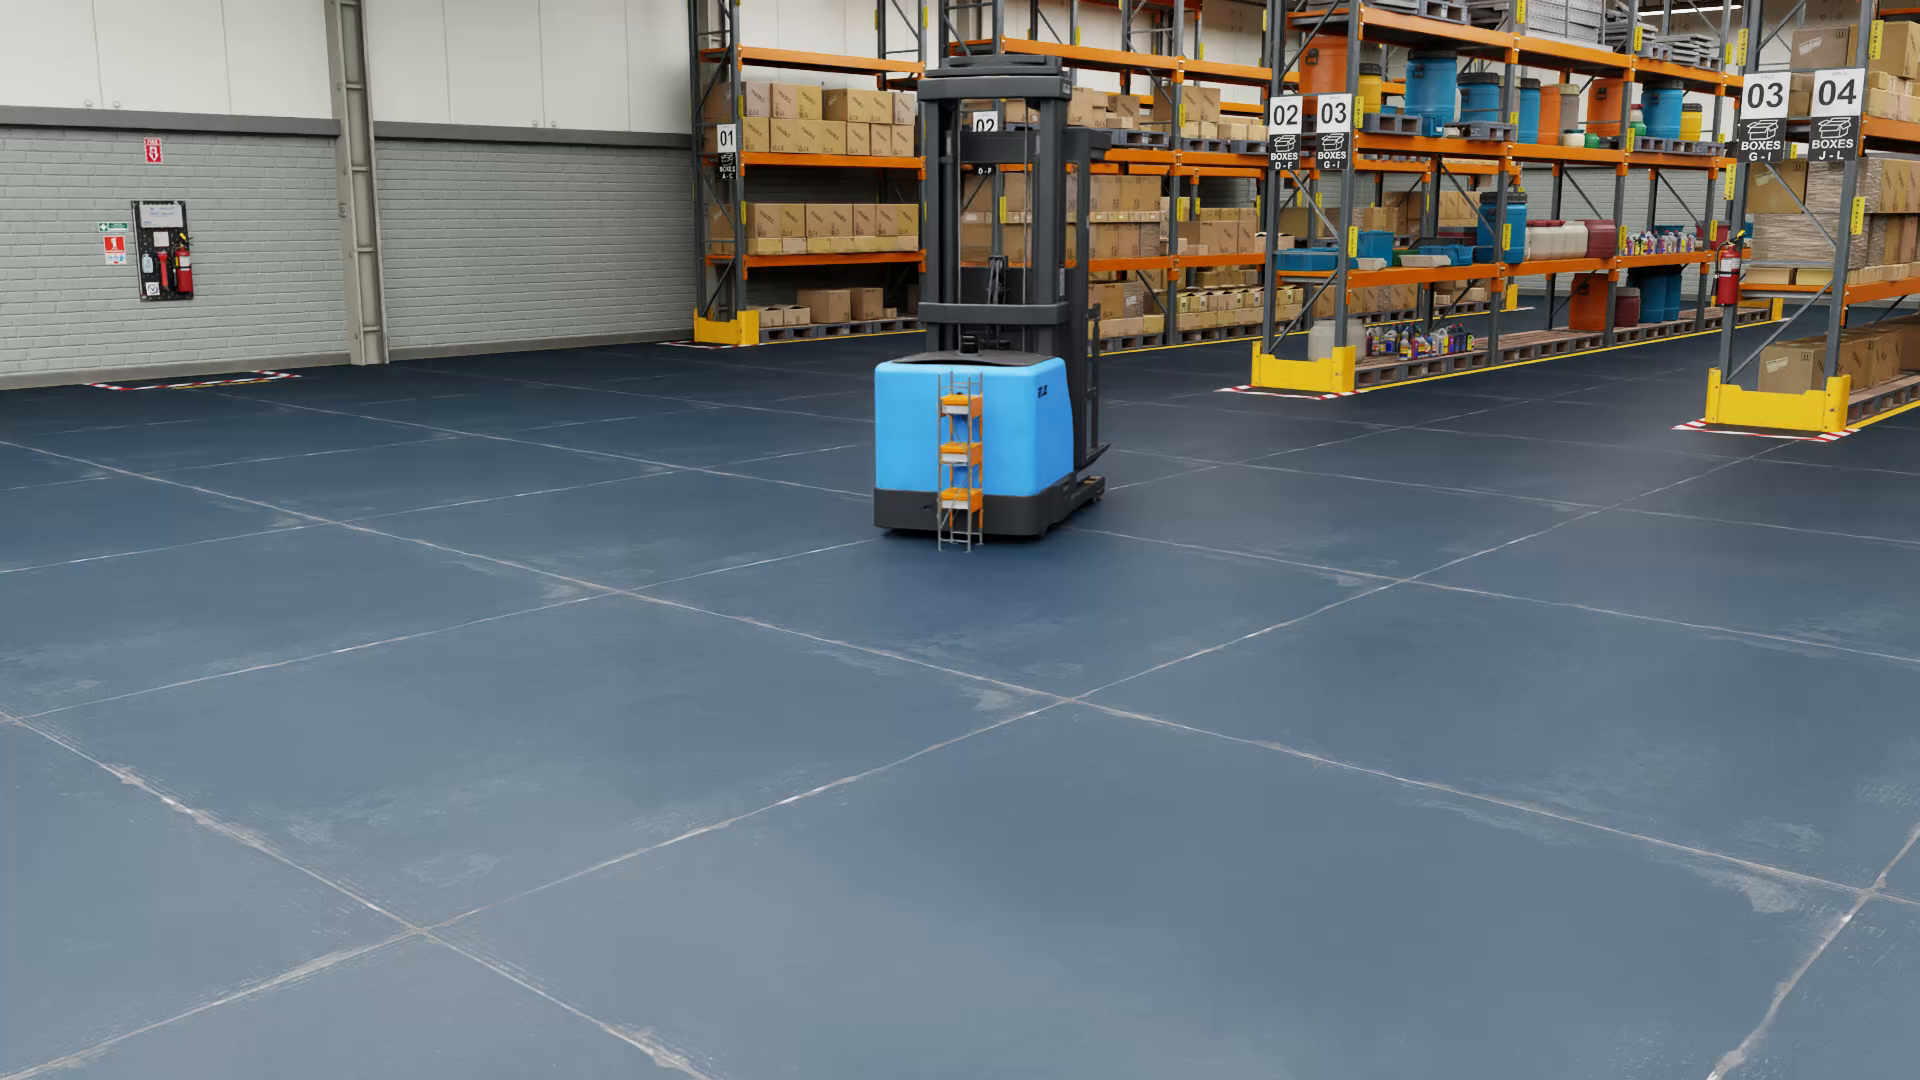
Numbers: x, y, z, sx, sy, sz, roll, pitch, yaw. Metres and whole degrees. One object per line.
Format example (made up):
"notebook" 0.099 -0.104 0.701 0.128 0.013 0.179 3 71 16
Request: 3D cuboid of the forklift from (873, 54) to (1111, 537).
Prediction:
"forklift" 0.385 -1.700 11.241 1.130 2.935 3.031 3 12 17

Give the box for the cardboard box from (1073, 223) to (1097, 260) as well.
"cardboard box" 1.471 -4.157 23.111 0.700 0.500 0.500 10 15 42

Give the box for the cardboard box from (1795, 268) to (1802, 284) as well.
"cardboard box" 7.771 -2.514 15.780 0.380 0.149 0.250 10 15 40

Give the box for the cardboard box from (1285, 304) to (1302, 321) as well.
"cardboard box" 5.250 -3.739 27.219 0.500 0.250 0.500 10 15 42

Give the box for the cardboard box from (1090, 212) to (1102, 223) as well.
"cardboard box" 1.743 -4.475 23.045 0.380 0.149 0.250 10 15 42

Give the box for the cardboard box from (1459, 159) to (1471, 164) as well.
"cardboard box" 9.226 -7.162 31.135 0.500 0.250 0.500 10 15 40

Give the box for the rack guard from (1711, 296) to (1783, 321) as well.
"rack guard" 14.420 -4.305 30.491 1.175 0.500 0.348 10 15 40

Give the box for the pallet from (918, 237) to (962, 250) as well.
"pallet" -0.336 -5.041 28.281 1.003 0.211 1.213 10 15 40

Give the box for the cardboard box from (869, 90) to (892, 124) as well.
"cardboard box" -1.432 -6.870 26.433 0.500 0.500 0.500 11 16 43

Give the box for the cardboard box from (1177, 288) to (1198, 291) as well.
"cardboard box" 3.496 -3.781 26.000 0.500 0.311 0.500 10 15 40

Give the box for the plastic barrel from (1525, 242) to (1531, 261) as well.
"plastic barrel" 7.481 -3.868 22.270 0.301 0.262 0.301 0 11 0

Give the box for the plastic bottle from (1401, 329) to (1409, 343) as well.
"plastic bottle" 5.643 -2.536 21.094 0.097 0.271 0.097 0 11 0

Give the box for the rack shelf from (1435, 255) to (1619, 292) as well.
"rack shelf" 7.813 -3.702 22.924 1.077 0.370 4.000 10 15 40

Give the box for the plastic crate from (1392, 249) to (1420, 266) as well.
"plastic crate" 5.384 -3.493 20.584 0.450 0.188 0.662 10 15 40

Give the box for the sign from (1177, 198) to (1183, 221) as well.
"sign" 3.192 -4.793 24.139 0.100 0.325 0.005 10 15 40

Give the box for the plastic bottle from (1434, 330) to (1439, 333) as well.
"plastic bottle" 6.029 -2.496 20.879 0.152 0.276 0.135 10 15 40

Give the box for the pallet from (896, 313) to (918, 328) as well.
"pallet" -0.437 -3.789 28.641 1.003 0.211 1.213 10 15 40

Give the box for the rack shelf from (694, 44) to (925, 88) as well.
"rack shelf" -2.270 -7.335 25.803 1.077 0.370 4.000 10 15 40

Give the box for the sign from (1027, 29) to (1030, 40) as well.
"sign" 1.272 -9.179 30.402 0.100 0.325 0.005 10 15 40

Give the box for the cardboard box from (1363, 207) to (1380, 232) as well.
"cardboard box" 6.935 -5.565 29.090 0.700 0.500 0.500 6 13 26

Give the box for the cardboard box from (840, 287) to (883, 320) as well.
"cardboard box" -1.604 -3.873 27.205 0.500 0.500 0.500 8 14 36

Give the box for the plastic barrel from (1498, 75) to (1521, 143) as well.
"plastic barrel" 7.097 -5.676 22.034 0.600 0.901 0.600 0 11 0

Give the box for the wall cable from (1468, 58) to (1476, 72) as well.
"wall cable" 13.006 -11.139 38.039 3.097 2.526 0.112 10 15 40

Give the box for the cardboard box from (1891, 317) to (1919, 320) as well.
"cardboard box" 11.332 -2.348 19.566 0.700 0.500 0.500 8 14 36

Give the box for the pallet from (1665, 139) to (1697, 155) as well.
"pallet" 10.583 -6.021 25.520 1.003 0.211 1.213 10 15 40

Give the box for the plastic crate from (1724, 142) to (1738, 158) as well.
"plastic crate" 12.799 -6.492 27.730 0.497 0.269 0.590 10 15 40

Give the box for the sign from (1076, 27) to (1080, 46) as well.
"sign" 2.105 -9.000 29.709 0.100 0.325 0.005 10 15 40

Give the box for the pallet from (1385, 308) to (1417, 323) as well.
"pallet" 7.546 -4.086 30.132 1.003 0.211 1.213 10 15 40

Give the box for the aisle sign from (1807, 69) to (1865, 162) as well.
"aisle sign" 7.757 -3.759 14.733 0.394 0.787 0.004 10 15 40

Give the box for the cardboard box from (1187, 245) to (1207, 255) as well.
"cardboard box" 3.513 -4.382 25.135 0.380 0.149 0.250 10 15 40

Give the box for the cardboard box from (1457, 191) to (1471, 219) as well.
"cardboard box" 9.257 -6.302 31.298 0.500 0.500 0.500 9 15 39

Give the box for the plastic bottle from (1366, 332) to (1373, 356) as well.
"plastic bottle" 5.002 -2.402 20.393 0.061 0.283 0.133 10 15 40

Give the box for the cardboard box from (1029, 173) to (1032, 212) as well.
"cardboard box" 0.830 -4.651 22.272 0.700 0.500 0.500 9 15 39

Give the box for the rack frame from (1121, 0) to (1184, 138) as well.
"rack frame" 2.774 -7.343 24.002 1.000 3.000 0.127 10 15 40

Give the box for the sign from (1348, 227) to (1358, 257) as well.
"sign" 4.262 -3.236 18.047 0.100 0.325 0.005 10 15 40

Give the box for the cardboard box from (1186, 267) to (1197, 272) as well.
"cardboard box" 4.657 -5.618 34.333 0.380 0.149 0.250 10 15 40

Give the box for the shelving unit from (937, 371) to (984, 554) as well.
"shelving unit" 0.002 -0.463 9.851 0.215 1.050 0.252 3 12 17

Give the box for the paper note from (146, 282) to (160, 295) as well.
"paper note" -9.567 -2.977 19.708 0.016 0.148 0.142 10 15 40

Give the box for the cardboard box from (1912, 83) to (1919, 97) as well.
"cardboard box" 9.349 -4.433 16.455 0.380 0.149 0.250 11 16 43

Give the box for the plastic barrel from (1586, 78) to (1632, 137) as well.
"plastic barrel" 9.510 -6.320 24.366 0.600 0.830 0.708 10 15 40

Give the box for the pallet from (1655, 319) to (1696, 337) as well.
"pallet" 11.233 -3.462 27.005 1.003 0.211 1.213 10 15 40

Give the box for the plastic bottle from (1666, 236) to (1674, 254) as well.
"plastic bottle" 11.093 -4.629 26.046 0.152 0.276 0.135 10 15 40

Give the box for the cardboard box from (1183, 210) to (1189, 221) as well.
"cardboard box" 4.216 -6.323 33.142 0.500 0.500 0.500 9 15 39

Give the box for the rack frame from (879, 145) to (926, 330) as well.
"rack frame" -0.949 -5.041 27.793 1.000 3.000 0.127 10 15 40

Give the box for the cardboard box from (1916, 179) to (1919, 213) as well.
"cardboard box" 9.463 -3.556 16.791 0.500 0.500 0.500 10 15 40

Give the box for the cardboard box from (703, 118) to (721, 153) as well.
"cardboard box" -3.505 -6.077 25.013 0.500 0.500 0.500 -11 16 -43

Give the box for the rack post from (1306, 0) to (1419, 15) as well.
"rack post" 4.447 -5.963 18.370 0.954 0.300 0.937 -10 15 -41

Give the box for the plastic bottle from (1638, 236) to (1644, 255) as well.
"plastic bottle" 10.242 -4.429 25.028 0.061 0.283 0.133 10 15 40

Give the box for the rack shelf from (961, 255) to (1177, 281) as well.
"rack shelf" 1.454 -3.754 23.187 1.077 0.370 4.000 10 15 40

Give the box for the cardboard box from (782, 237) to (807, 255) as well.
"cardboard box" -2.697 -4.498 25.405 0.500 0.250 0.500 9 15 39

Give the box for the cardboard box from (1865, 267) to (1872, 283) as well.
"cardboard box" 8.445 -2.528 15.852 0.380 0.149 0.250 10 15 40

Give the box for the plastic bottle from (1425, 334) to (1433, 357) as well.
"plastic bottle" 5.709 -2.371 20.267 0.097 0.271 0.097 0 11 0

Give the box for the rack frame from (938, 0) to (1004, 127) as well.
"rack frame" 0.134 -6.755 21.055 1.000 3.000 0.127 10 15 40

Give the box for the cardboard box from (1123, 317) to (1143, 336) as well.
"cardboard box" 2.295 -3.090 23.973 0.500 0.250 0.500 10 15 40

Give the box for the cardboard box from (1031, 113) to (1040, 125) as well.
"cardboard box" 1.043 -5.586 22.072 0.380 0.149 0.250 10 15 40
